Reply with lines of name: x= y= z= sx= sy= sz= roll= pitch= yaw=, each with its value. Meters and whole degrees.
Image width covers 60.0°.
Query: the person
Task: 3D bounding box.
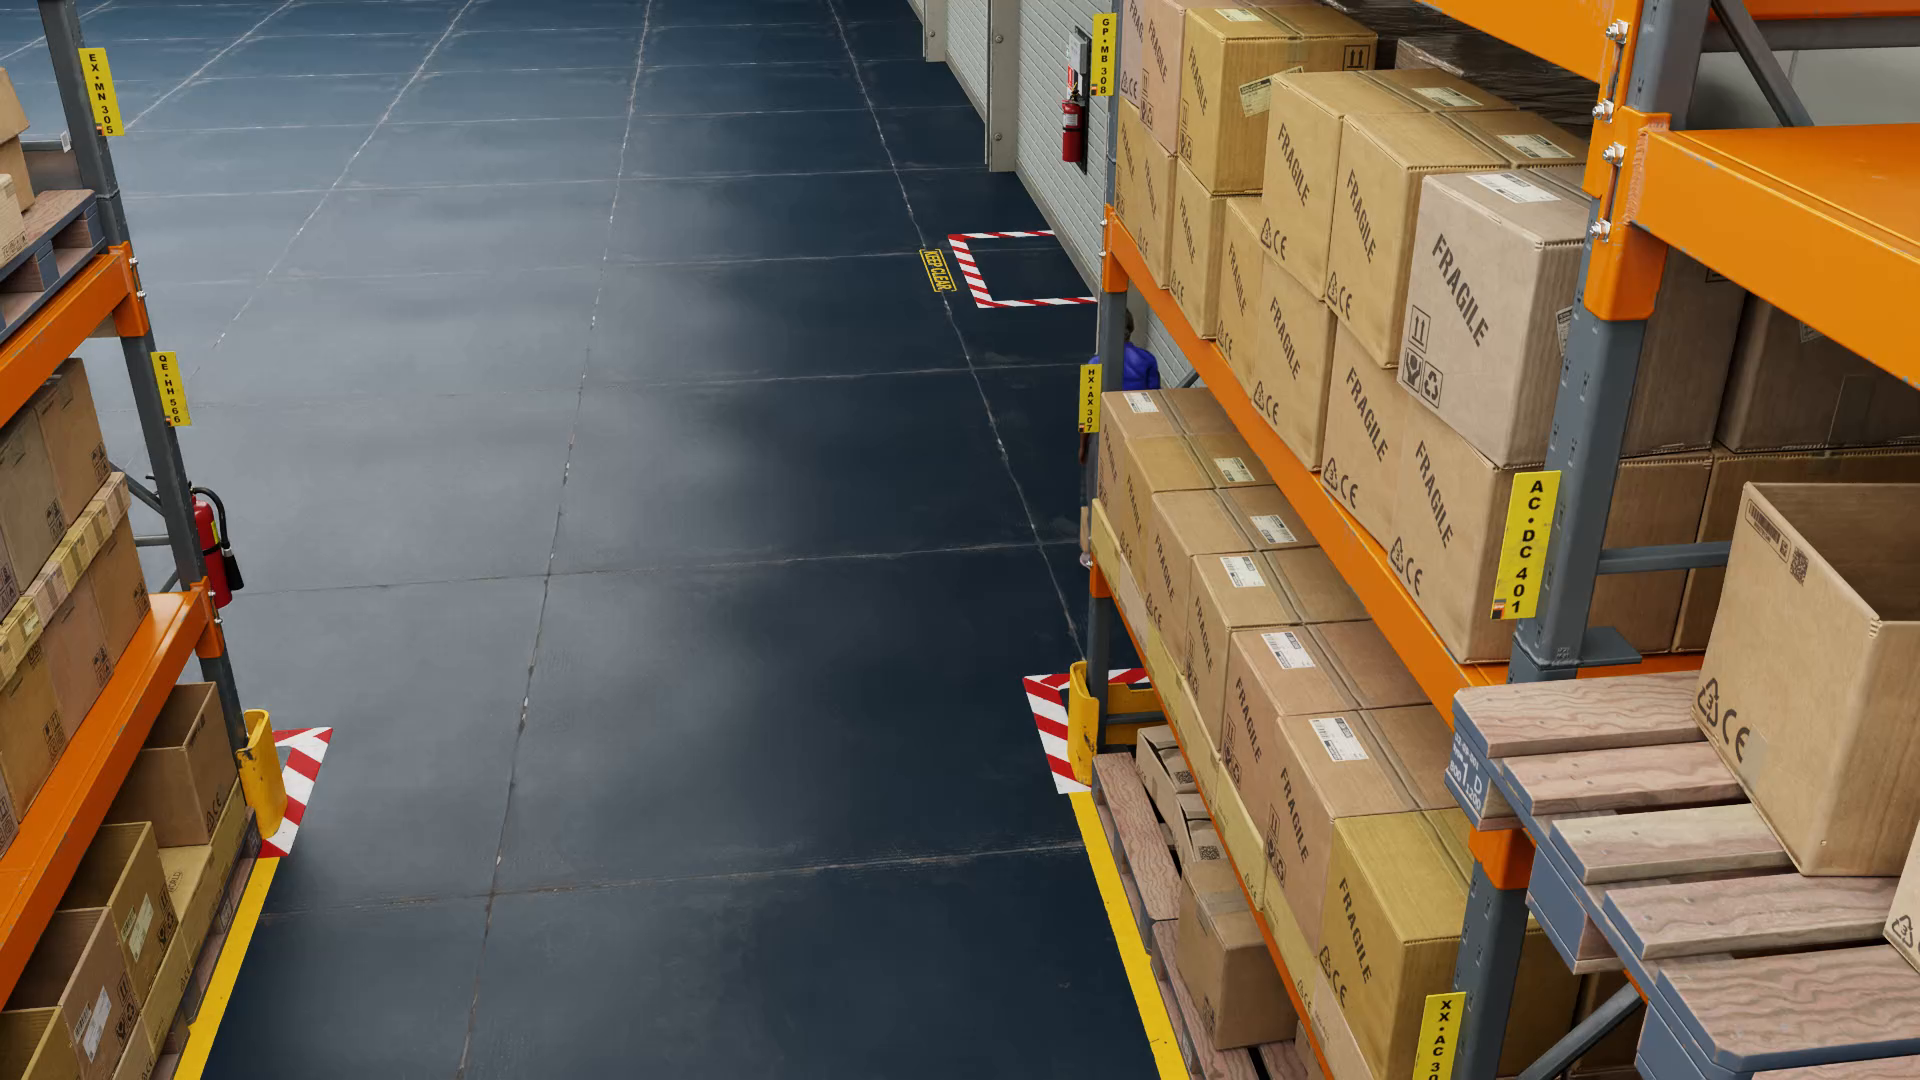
person: x=0.936 y=-0.565 z=9.717 sx=0.505 sy=1.655 sz=0.346 roll=-3 pitch=28 yaw=-7
